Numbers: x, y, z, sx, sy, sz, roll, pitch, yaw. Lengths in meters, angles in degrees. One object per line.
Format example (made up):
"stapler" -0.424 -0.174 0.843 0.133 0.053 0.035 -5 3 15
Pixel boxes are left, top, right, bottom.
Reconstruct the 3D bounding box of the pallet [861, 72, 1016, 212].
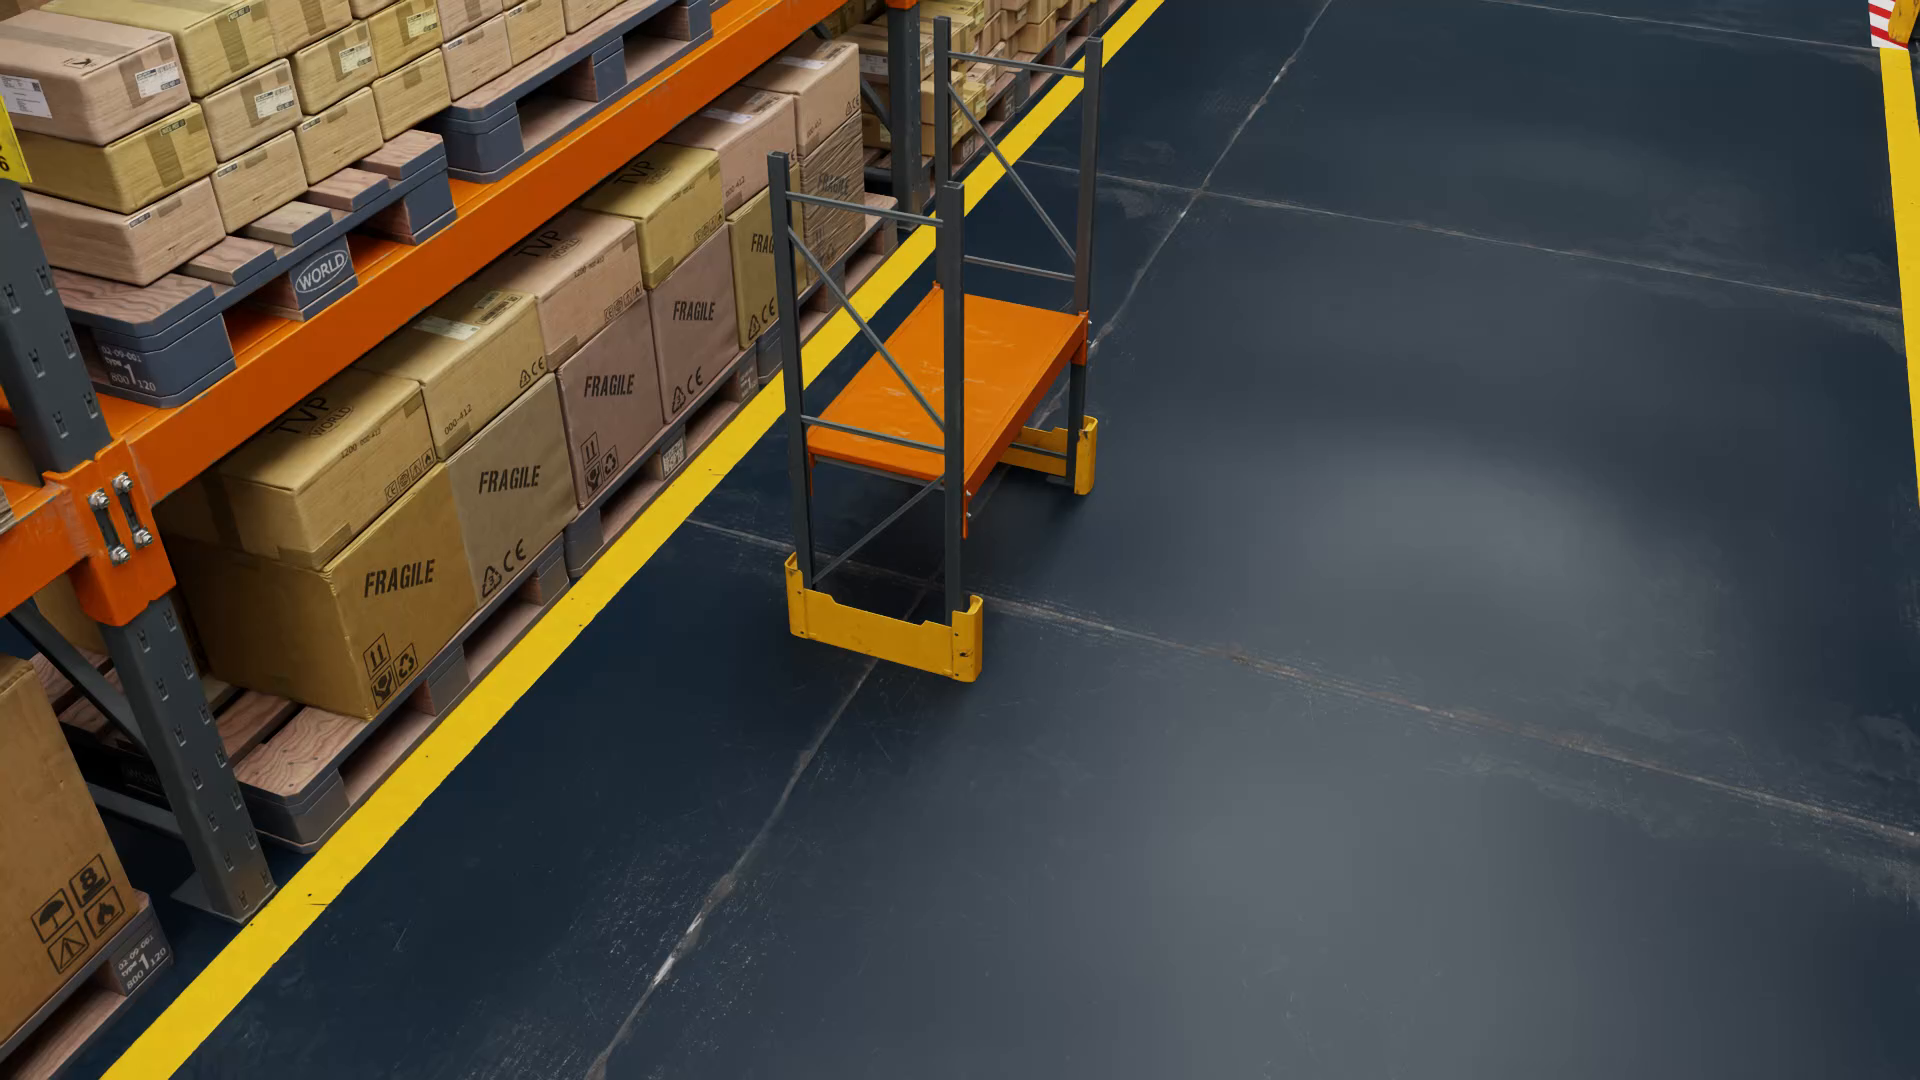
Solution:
"pallet" -0.419 -1.895 7.610 1.003 0.211 1.213 14 39 18

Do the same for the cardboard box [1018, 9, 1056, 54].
"cardboard box" 0.250 -2.515 8.139 0.380 0.149 0.250 13 39 17

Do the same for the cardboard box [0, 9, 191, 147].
"cardboard box" -1.807 -0.938 3.361 0.380 0.149 0.250 14 39 18

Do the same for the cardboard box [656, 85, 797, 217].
"cardboard box" -0.899 -1.348 5.659 0.500 0.250 0.500 16 40 20

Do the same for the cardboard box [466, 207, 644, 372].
"cardboard box" -1.284 -0.764 4.877 0.500 0.250 0.500 14 39 18

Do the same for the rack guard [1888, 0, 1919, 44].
"rack guard" 5.506 -2.787 8.562 1.175 0.500 0.348 14 39 18

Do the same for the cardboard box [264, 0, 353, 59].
"cardboard box" -1.611 -1.220 3.738 0.380 0.149 0.250 14 39 17

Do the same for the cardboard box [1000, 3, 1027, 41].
"cardboard box" 0.097 -2.505 7.878 0.380 0.149 0.250 16 40 20

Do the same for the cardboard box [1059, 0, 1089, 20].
"cardboard box" 0.445 -2.800 8.522 0.380 0.149 0.250 15 39 19

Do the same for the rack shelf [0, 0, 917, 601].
"rack shelf" -1.403 -1.237 5.000 1.077 0.370 4.000 14 39 18

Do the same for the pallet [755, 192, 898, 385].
"pallet" -0.937 -1.084 6.524 1.003 0.211 1.213 14 39 18

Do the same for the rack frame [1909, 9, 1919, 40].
"rack frame" 5.496 -3.775 7.796 1.000 3.000 0.127 14 39 18

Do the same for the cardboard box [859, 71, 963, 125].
"cardboard box" -0.208 -1.906 7.076 0.380 0.149 0.250 16 40 20

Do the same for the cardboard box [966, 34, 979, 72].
"cardboard box" -0.135 -2.209 7.482 0.380 0.149 0.250 14 39 17

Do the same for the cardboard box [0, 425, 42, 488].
"cardboard box" -2.146 -0.324 4.288 0.500 0.250 0.500 13 39 17

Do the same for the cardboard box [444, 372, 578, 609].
"cardboard box" -1.471 -0.197 4.746 0.500 0.500 0.500 14 39 18

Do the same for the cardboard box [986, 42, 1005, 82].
"cardboard box" -0.008 -2.236 7.766 0.380 0.149 0.250 13 39 17

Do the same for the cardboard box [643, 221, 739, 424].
"cardboard box" -1.085 -0.765 5.506 0.500 0.500 0.500 13 39 17

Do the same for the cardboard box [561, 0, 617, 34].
"cardboard box" -1.204 -1.565 4.698 0.380 0.149 0.250 13 39 16

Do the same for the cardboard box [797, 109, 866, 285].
"cardboard box" -0.690 -1.332 6.264 0.500 0.500 0.500 13 39 17

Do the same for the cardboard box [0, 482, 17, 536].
"cardboard box" -2.087 -0.147 2.858 0.500 0.500 0.500 14 39 18

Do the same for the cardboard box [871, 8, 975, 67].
"cardboard box" -0.159 -2.180 7.194 0.380 0.149 0.250 16 40 20

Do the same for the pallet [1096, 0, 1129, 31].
"pallet" 0.509 -3.246 9.417 1.003 0.211 1.213 14 39 18

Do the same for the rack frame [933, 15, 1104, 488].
"rack frame" 0.161 -0.835 5.114 0.500 1.500 0.032 14 39 18

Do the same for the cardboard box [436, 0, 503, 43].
"cardboard box" -1.403 -1.403 4.232 0.380 0.149 0.250 14 39 18

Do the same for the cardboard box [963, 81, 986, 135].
"cardboard box" -0.105 -1.934 7.363 0.380 0.149 0.250 15 39 19

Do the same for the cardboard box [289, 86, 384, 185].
"cardboard box" -1.602 -0.985 3.922 0.380 0.149 0.250 16 40 20

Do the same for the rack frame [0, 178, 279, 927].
"rack frame" -2.164 -0.418 3.303 1.000 3.000 0.127 14 39 18

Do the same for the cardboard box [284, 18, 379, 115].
"cardboard box" -1.594 -1.126 3.861 0.380 0.149 0.250 13 39 16

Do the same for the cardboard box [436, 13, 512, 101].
"cardboard box" -1.402 -1.283 4.320 0.380 0.149 0.250 15 39 19

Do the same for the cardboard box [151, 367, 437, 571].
"cardboard box" -1.677 -0.212 4.139 0.500 0.250 0.500 12 38 16

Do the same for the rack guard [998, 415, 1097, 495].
"rack guard" 0.160 -0.334 5.488 0.587 0.250 0.087 14 39 18

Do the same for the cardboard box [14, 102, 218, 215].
"cardboard box" -1.794 -0.826 3.461 0.380 0.149 0.250 16 40 20

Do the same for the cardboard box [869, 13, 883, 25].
"cardboard box" -0.453 -2.446 7.799 0.380 0.149 0.250 14 39 18

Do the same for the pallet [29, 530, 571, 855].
"pallet" -1.865 0.267 4.717 1.003 0.211 1.213 14 39 18

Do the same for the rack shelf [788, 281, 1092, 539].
"rack shelf" -0.032 -0.409 4.845 0.538 0.185 1.000 14 39 18

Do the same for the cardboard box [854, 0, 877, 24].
"cardboard box" -0.598 -2.443 7.547 0.380 0.149 0.250 13 39 17

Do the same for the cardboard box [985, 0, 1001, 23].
"cardboard box" -0.031 -2.480 7.597 0.380 0.149 0.250 13 39 17

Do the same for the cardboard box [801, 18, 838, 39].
"cardboard box" -0.747 -2.153 7.159 0.380 0.149 0.250 15 39 19

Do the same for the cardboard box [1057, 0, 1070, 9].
"cardboard box" 0.368 -2.761 8.220 0.380 0.149 0.250 14 39 18

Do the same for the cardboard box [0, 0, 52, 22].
"cardboard box" -2.304 -1.238 3.763 0.380 0.149 0.250 13 39 17

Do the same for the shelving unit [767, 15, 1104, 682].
"shelving unit" -0.029 -0.559 4.745 0.587 1.500 1.083 14 39 18

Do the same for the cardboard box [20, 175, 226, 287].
"cardboard box" -1.807 -0.687 3.523 0.380 0.149 0.250 13 39 17

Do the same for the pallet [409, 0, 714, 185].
"pallet" -1.448 -1.446 4.840 1.003 0.211 1.213 14 39 18
